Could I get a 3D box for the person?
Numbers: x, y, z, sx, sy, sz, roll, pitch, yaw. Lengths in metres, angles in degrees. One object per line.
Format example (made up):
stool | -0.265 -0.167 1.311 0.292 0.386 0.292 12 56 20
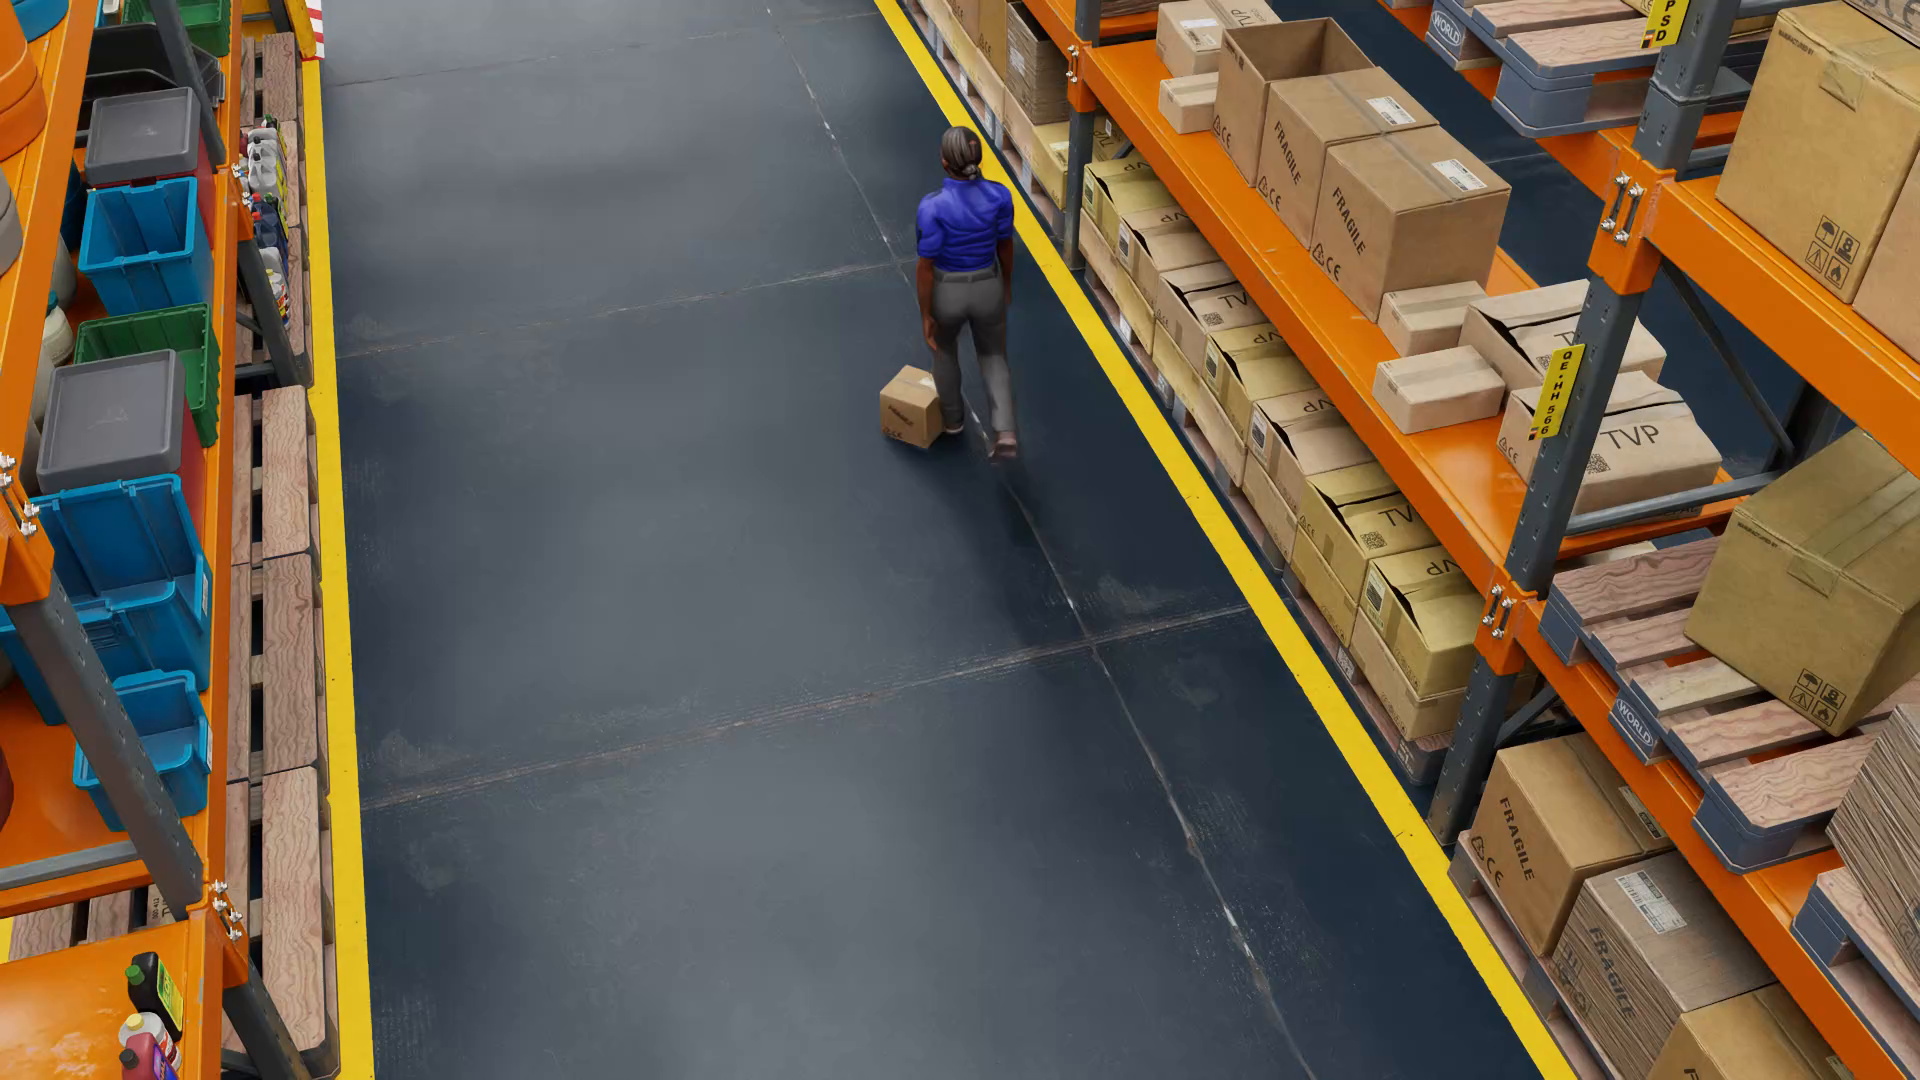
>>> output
person | 0.035 -1.044 7.282 0.472 1.627 0.760 -10 43 -11
